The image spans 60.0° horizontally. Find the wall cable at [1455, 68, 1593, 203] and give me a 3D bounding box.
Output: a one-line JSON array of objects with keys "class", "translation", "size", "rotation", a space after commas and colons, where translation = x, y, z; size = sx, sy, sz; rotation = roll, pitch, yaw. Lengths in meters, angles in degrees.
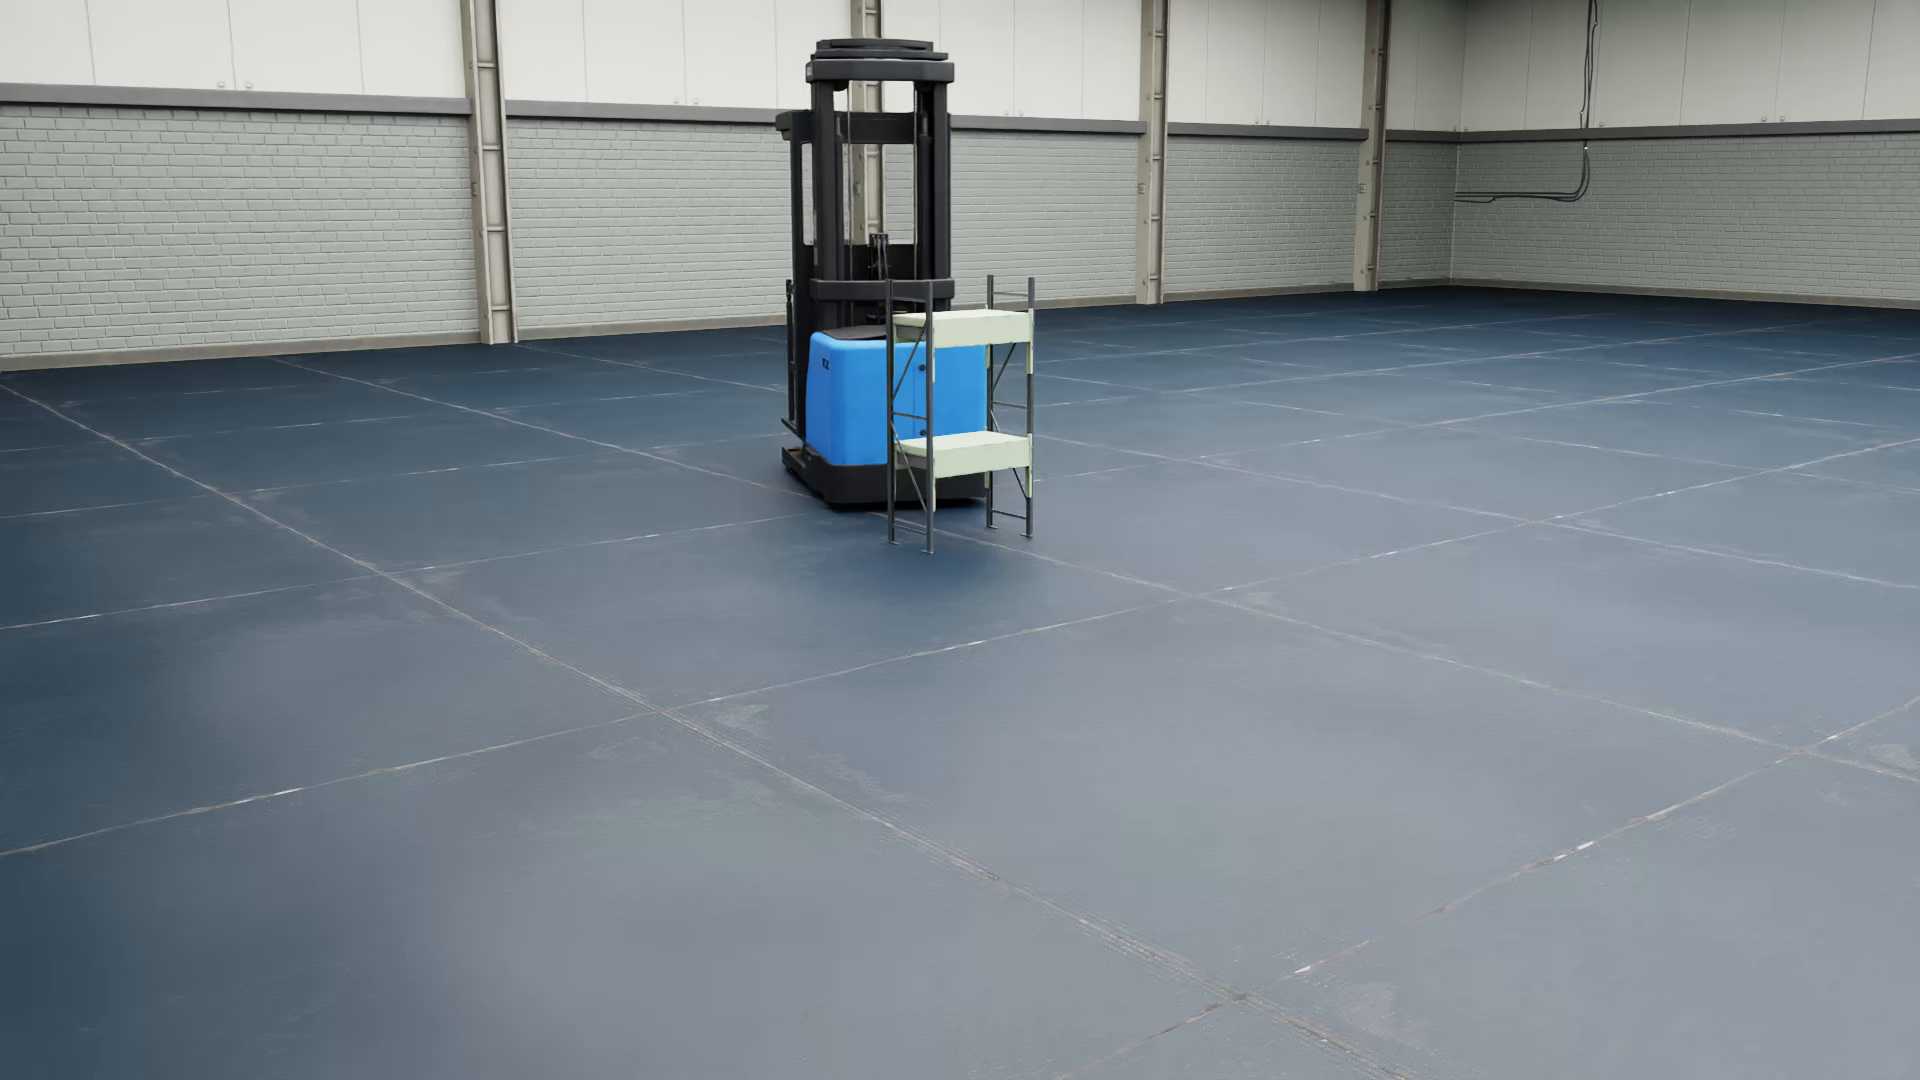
[{"class": "wall cable", "translation": [11.128, -7.981, 33.024], "size": [0.112, 2.526, 3.097], "rotation": [-9, 15, -38]}]

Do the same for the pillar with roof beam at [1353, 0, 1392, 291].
[{"class": "pillar with roof beam", "translation": [10.691, -8.634, 28.623], "size": [0.400, 9.000, 9.100], "rotation": [-9, 15, -38]}]

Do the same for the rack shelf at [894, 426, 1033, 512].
[{"class": "rack shelf", "translation": [0.005, -0.416, 9.545], "size": [0.720, 0.370, 0.431], "rotation": [-9, 15, -38]}]

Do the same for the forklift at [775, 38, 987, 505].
[{"class": "forklift", "translation": [-0.662, -1.916, 11.595], "size": [1.130, 2.935, 3.031], "rotation": [-3, 12, -14]}]

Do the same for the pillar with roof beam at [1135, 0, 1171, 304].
[{"class": "pillar with roof beam", "translation": [6.006, -7.855, 24.957], "size": [0.400, 9.000, 9.100], "rotation": [-9, 15, -38]}]

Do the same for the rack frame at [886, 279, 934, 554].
[{"class": "rack frame", "translation": [-0.281, -0.687, 9.253], "size": [0.023, 1.500, 0.400], "rotation": [-9, 15, -38]}]

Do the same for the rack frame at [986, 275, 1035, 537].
[{"class": "rack frame", "translation": [0.291, -0.782, 9.701], "size": [0.023, 1.500, 0.400], "rotation": [-9, 15, -38]}]

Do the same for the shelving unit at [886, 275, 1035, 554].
[{"class": "shelving unit", "translation": [0.005, -0.735, 9.477], "size": [0.755, 1.500, 0.431], "rotation": [-9, 15, -38]}]

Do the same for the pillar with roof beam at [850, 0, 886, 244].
[{"class": "pillar with roof beam", "translation": [1.321, -7.077, 21.290], "size": [0.400, 9.000, 9.100], "rotation": [-9, 15, -38]}]

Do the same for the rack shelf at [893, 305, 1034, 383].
[{"class": "rack shelf", "translation": [0.005, -1.116, 9.396], "size": [0.720, 0.370, 0.431], "rotation": [-9, 15, -38]}]

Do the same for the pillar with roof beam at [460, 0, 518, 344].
[{"class": "pillar with roof beam", "translation": [-3.364, -6.298, 17.624], "size": [0.400, 9.000, 9.100], "rotation": [-9, 15, -38]}]

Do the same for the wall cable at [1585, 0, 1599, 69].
[{"class": "wall cable", "translation": [12.818, -10.012, 30.433], "size": [0.112, 2.526, 3.097], "rotation": [-9, 15, -38]}]
